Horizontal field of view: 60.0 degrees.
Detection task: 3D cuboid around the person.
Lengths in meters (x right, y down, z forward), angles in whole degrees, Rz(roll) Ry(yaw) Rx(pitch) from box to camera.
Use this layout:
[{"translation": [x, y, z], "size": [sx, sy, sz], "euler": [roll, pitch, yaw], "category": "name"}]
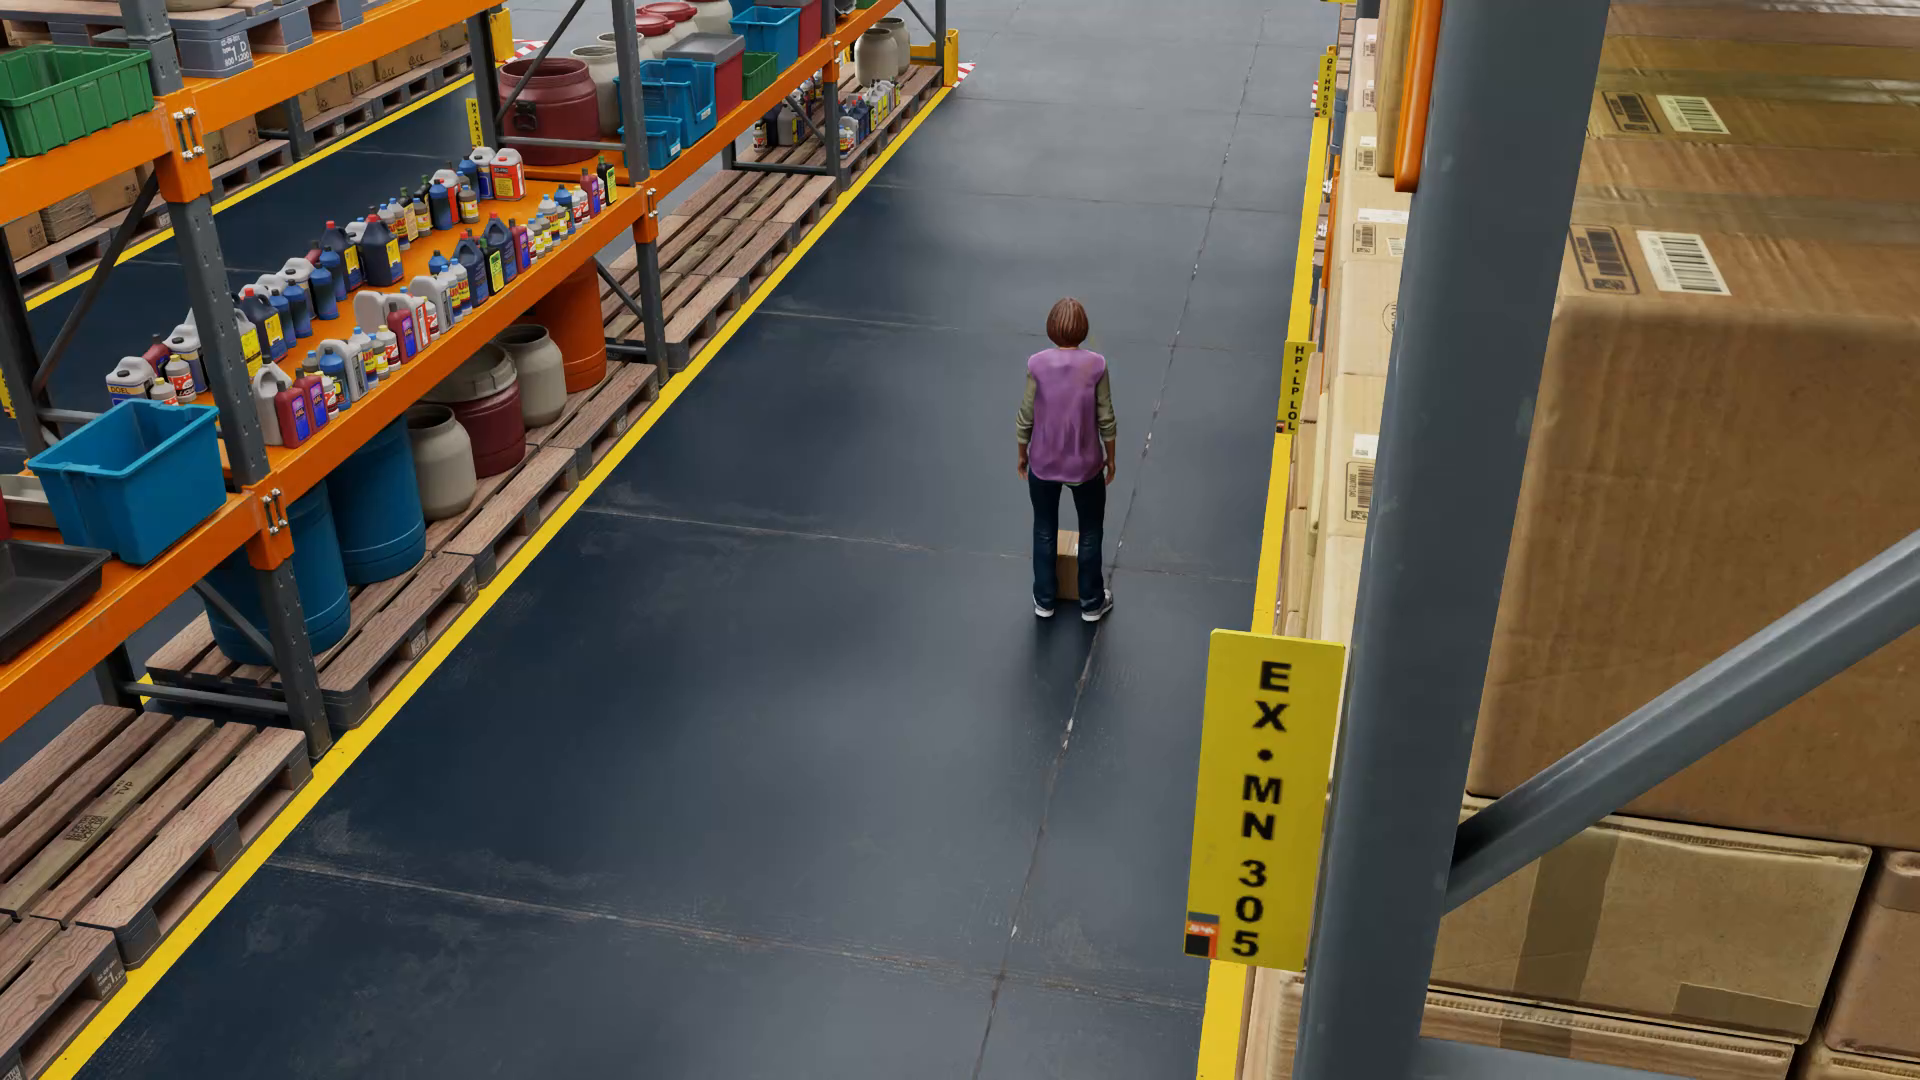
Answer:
[{"translation": [0.502, -0.246, 7.828], "size": [0.484, 1.349, 0.322], "euler": [5, 30, 8], "category": "person"}]
